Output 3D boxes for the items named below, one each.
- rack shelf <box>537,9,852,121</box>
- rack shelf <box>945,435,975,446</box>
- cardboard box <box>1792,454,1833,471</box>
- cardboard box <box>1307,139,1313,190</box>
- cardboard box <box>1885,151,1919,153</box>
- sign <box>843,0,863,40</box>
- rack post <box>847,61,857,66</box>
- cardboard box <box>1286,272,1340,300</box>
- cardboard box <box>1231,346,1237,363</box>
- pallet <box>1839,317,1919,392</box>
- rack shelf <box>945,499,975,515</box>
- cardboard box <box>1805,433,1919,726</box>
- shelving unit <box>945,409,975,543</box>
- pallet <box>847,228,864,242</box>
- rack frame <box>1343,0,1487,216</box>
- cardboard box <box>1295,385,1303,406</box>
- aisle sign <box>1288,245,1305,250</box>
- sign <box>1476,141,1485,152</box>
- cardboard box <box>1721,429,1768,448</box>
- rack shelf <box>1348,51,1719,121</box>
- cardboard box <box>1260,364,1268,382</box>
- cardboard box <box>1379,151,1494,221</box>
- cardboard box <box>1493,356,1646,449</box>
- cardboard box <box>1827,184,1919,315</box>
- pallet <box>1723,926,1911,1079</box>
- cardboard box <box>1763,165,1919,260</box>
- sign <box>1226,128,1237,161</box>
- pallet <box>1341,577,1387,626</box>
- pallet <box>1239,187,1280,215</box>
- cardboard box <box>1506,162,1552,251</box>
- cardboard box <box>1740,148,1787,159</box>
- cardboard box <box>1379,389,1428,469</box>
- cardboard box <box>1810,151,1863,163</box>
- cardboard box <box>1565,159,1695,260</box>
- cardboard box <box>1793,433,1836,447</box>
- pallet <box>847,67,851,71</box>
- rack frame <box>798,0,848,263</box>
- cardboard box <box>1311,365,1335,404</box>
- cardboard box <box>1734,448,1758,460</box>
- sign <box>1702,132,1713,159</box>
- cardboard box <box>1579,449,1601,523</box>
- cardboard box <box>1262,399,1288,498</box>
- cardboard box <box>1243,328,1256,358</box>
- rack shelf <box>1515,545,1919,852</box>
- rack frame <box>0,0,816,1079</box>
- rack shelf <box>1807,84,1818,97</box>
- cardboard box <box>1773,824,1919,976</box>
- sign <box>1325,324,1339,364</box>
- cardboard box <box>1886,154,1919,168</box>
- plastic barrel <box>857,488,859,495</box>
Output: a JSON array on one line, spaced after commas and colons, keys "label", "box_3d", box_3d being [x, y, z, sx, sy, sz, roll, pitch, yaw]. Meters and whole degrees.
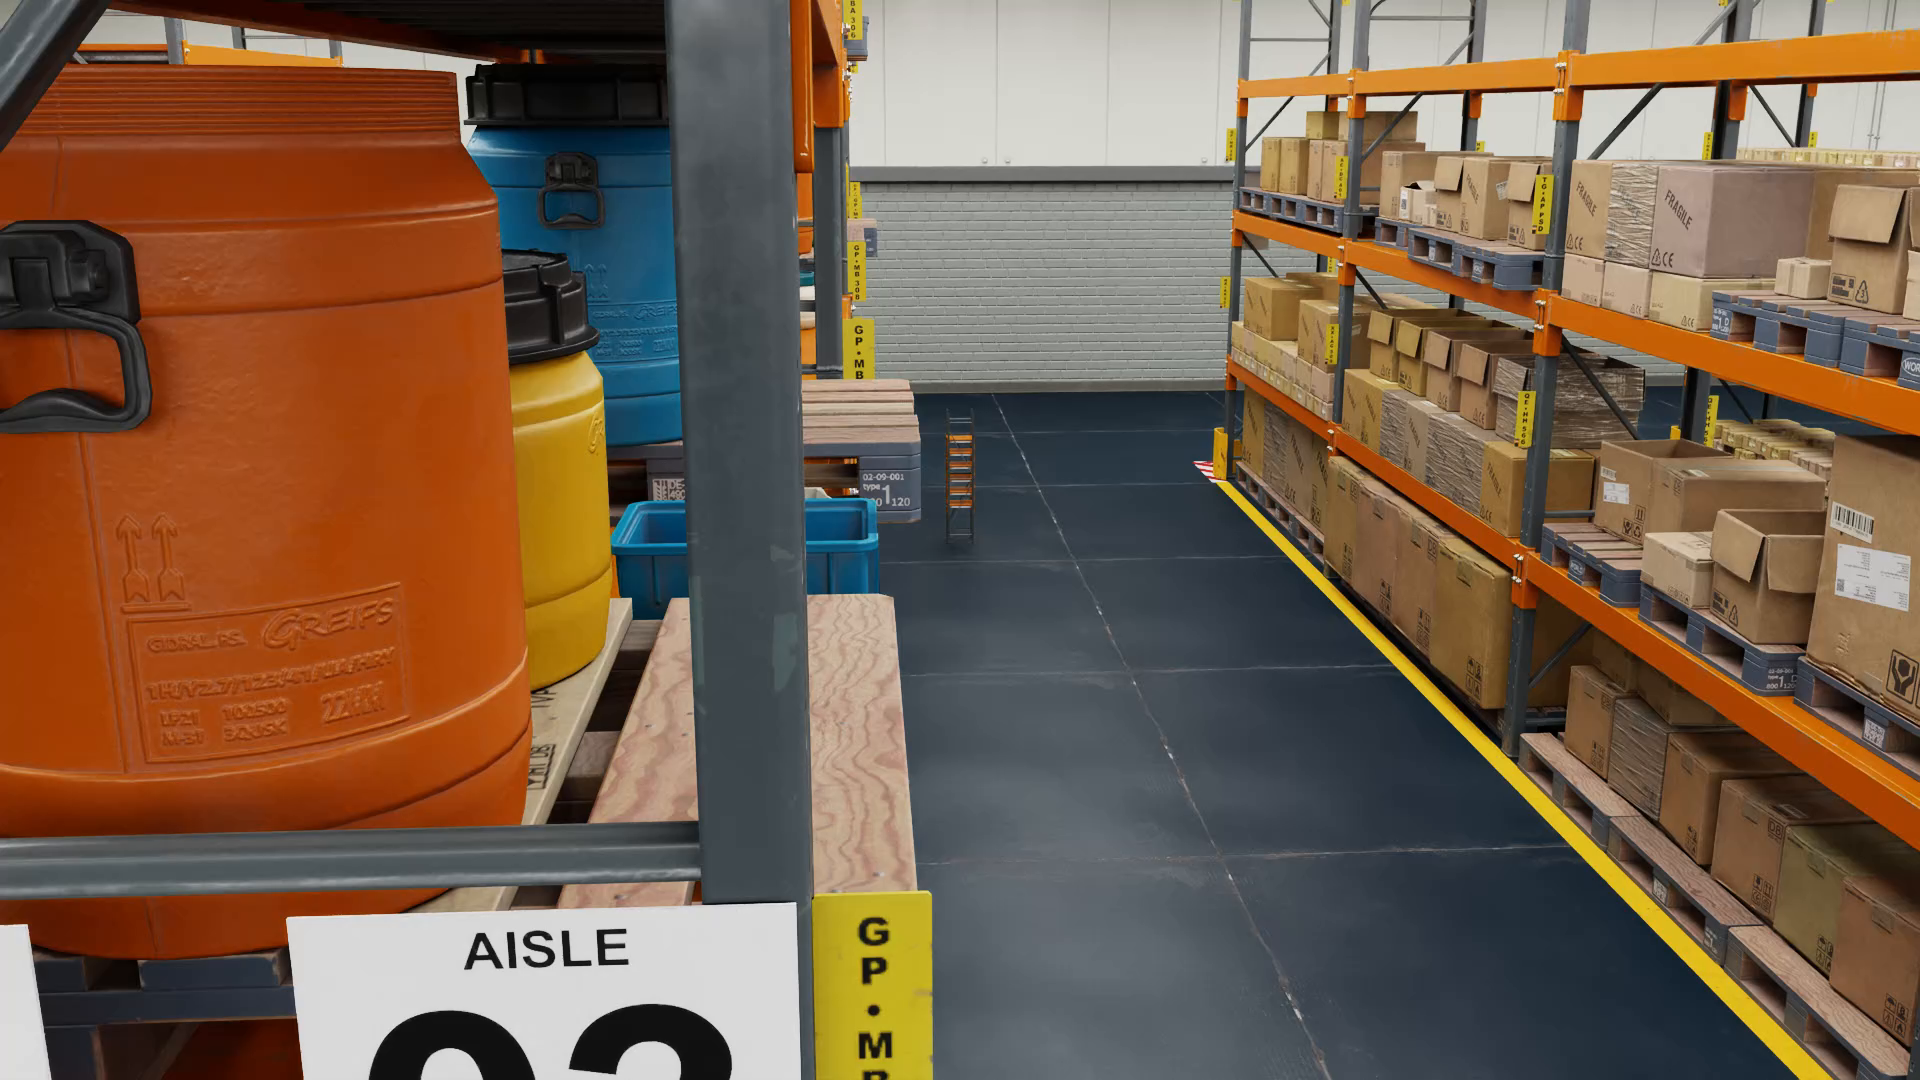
[{"label": "rack shelf", "box_3d": [-0.995, -1.938, 6.969, 1.077, 0.370, 4.000, -1, 14, -3]}, {"label": "rack shelf", "box_3d": [0.001, -0.883, 15.008, 0.258, 0.103, 0.180, -1, 14, -3]}, {"label": "cardboard box", "box_3d": [8.098, -0.713, 15.687, 0.380, 0.149, 0.250, -1, 14, -5]}, {"label": "cardboard box", "box_3d": [3.549, -3.356, 15.009, 0.700, 0.500, 0.500, 0, 14, -1]}, {"label": "cardboard box", "box_3d": [8.695, -3.479, 15.228, 0.380, 0.149, 0.250, -1, 14, -5]}, {"label": "sign", "box_3d": [-0.570, -2.831, 8.842, 0.100, 0.325, 0.005, -1, 14, -3]}, {"label": "rack post", "box_3d": [-1.114, -3.229, 10.742, 0.937, 0.300, 0.954, 1, 14, 3]}, {"label": "cardboard box", "box_3d": [3.622, -2.456, 16.973, 0.500, 0.500, 0.500, -1, 14, -3]}, {"label": "cardboard box", "box_3d": [3.022, -1.923, 17.208, 0.380, 0.149, 0.250, -1, 14, -3]}, {"label": "pallet", "box_3d": [4.141, -0.671, 6.193, 1.213, 0.211, 1.003, -1, 14, -3]}, {"label": "rack shelf", "box_3d": [0.001, -0.302, 15.157, 0.258, 0.103, 0.180, -1, 14, -3]}, {"label": "cardboard box", "box_3d": [4.163, 0.153, 6.590, 1.000, 1.000, 1.000, -1, 14, -3]}, {"label": "shelving unit", "box_3d": [0.001, -0.577, 15.087, 0.258, 1.200, 0.189, -1, 14, -3]}, {"label": "pallet", "box_3d": [-1.147, -1.953, 11.178, 1.003, 0.211, 1.213, -1, 14, -3]}, {"label": "rack frame", "box_3d": [3.577, -4.049, 12.926, 1.000, 3.000, 0.127, -1, 14, -3]}, {"label": "cardboard box", "box_3d": [3.183, -1.284, 14.725, 0.380, 0.149, 0.250, -1, 14, -2]}, {"label": "aisle sign", "box_3d": [3.624, -3.420, 17.304, 0.394, 0.787, 0.004, -1, 14, -3]}, {"label": "sign", "box_3d": [4.118, -3.009, 13.238, 0.100, 0.325, 0.005, -1, 14, -3]}, {"label": "cardboard box", "box_3d": [8.004, -1.033, 16.931, 0.380, 0.149, 0.250, -1, 14, -4]}, {"label": "rack shelf", "box_3d": [3.701, -3.009, 11.132, 1.077, 0.370, 4.000, -1, 14, -3]}, {"label": "cardboard box", "box_3d": [3.104, -1.603, 15.966, 0.380, 0.149, 0.250, -1, 14, -4]}, {"label": "cardboard box", "box_3d": [3.623, -2.704, 12.675, 0.700, 0.500, 0.500, -1, 14, -2]}, {"label": "cardboard box", "box_3d": [3.796, -0.865, 10.377, 0.797, 0.503, 0.637, 0, 14, -2]}, {"label": "cardboard box", "box_3d": [4.083, -1.212, 6.873, 0.797, 0.503, 0.637, 0, 14, -1]}, {"label": "pallet", "box_3d": [4.023, 2.003, 7.041, 1.003, 0.211, 1.213, -1, 14, -3]}, {"label": "cardboard box", "box_3d": [4.162, -1.526, 7.938, 0.500, 0.500, 0.500, -1, 14, -2]}, {"label": "sign", "box_3d": [2.775, -4.045, 17.020, 0.100, 0.325, 0.005, -1, 14, -3]}, {"label": "pallet", "box_3d": [3.700, 0.398, 13.280, 1.003, 0.211, 1.213, -1, 14, -3]}, {"label": "pallet", "box_3d": [3.386, -3.363, 16.461, 1.003, 0.211, 1.213, -1, 14, -3]}, {"label": "cardboard box", "box_3d": [3.715, -2.005, 9.953, 0.797, 0.503, 0.637, 0, 14, 0]}, {"label": "cardboard box", "box_3d": [8.077, -3.857, 16.699, 0.380, 0.149, 0.250, 0, 14, -1]}, {"label": "cardboard box", "box_3d": [3.419, -0.824, 12.232, 0.500, 0.500, 0.500, -1, 14, -5]}, {"label": "cardboard box", "box_3d": [8.145, -3.534, 15.443, 0.380, 0.149, 0.250, 0, 14, -2]}, {"label": "cardboard box", "box_3d": [3.597, -1.771, 8.889, 0.500, 0.500, 0.500, -1, 14, -3]}, {"label": "cardboard box", "box_3d": [8.625, -0.981, 16.729, 0.380, 0.149, 0.250, -1, 15, -6]}, {"label": "pallet", "box_3d": [-1.285, -3.482, 11.904, 1.003, 0.211, 1.213, -1, 14, -3]}, {"label": "rack frame", "box_3d": [-1.119, -2.977, 8.762, 1.000, 3.000, 0.127, -1, 14, -3]}, {"label": "cardboard box", "box_3d": [3.288, -1.320, 14.066, 0.500, 0.250, 0.500, -1, 14, -4]}, {"label": "cardboard box", "box_3d": [8.034, -0.828, 16.730, 0.380, 0.149, 0.250, 0, 14, -2]}, {"label": "sign", "box_3d": [7.744, -4.057, 17.224, 0.100, 0.325, 0.005, -1, 14, -3]}, {"label": "cardboard box", "box_3d": [4.066, -0.322, 10.281, 0.500, 0.500, 0.500, 0, 14, -2]}, {"label": "cardboard box", "box_3d": [3.505, -0.928, 16.259, 0.875, 0.875, 0.875, -1, 14, -3]}, {"label": "cardboard box", "box_3d": [3.128, -1.957, 16.539, 0.500, 0.250, 0.500, -1, 14, -4]}, {"label": "rack shelf", "box_3d": [3.949, 0.697, 7.964, 1.077, 0.370, 4.000, -1, 14, -3]}, {"label": "rack frame", "box_3d": [-0.623, -0.988, 1.030, 1.000, 3.000, 0.127, -1, 14, -3]}, {"label": "rack shelf", "box_3d": [8.410, -4.247, 15.149, 1.077, 0.370, 4.000, -1, 14, -3]}, {"label": "cardboard box", "box_3d": [4.045, 1.572, 7.254, 0.700, 0.500, 0.500, -1, 14, -4]}, {"label": "sign", "box_3d": [3.023, -1.592, 13.521, 0.100, 0.325, 0.005, -1, 14, -3]}, {"label": "cardboard box", "box_3d": [8.158, -3.209, 14.181, 0.380, 0.149, 0.250, -1, 14, -4]}, {"label": "plastic barrel", "box_3d": [-0.787, -0.027, 9.063, 0.600, 0.536, 0.708, -1, 14, -3]}]
